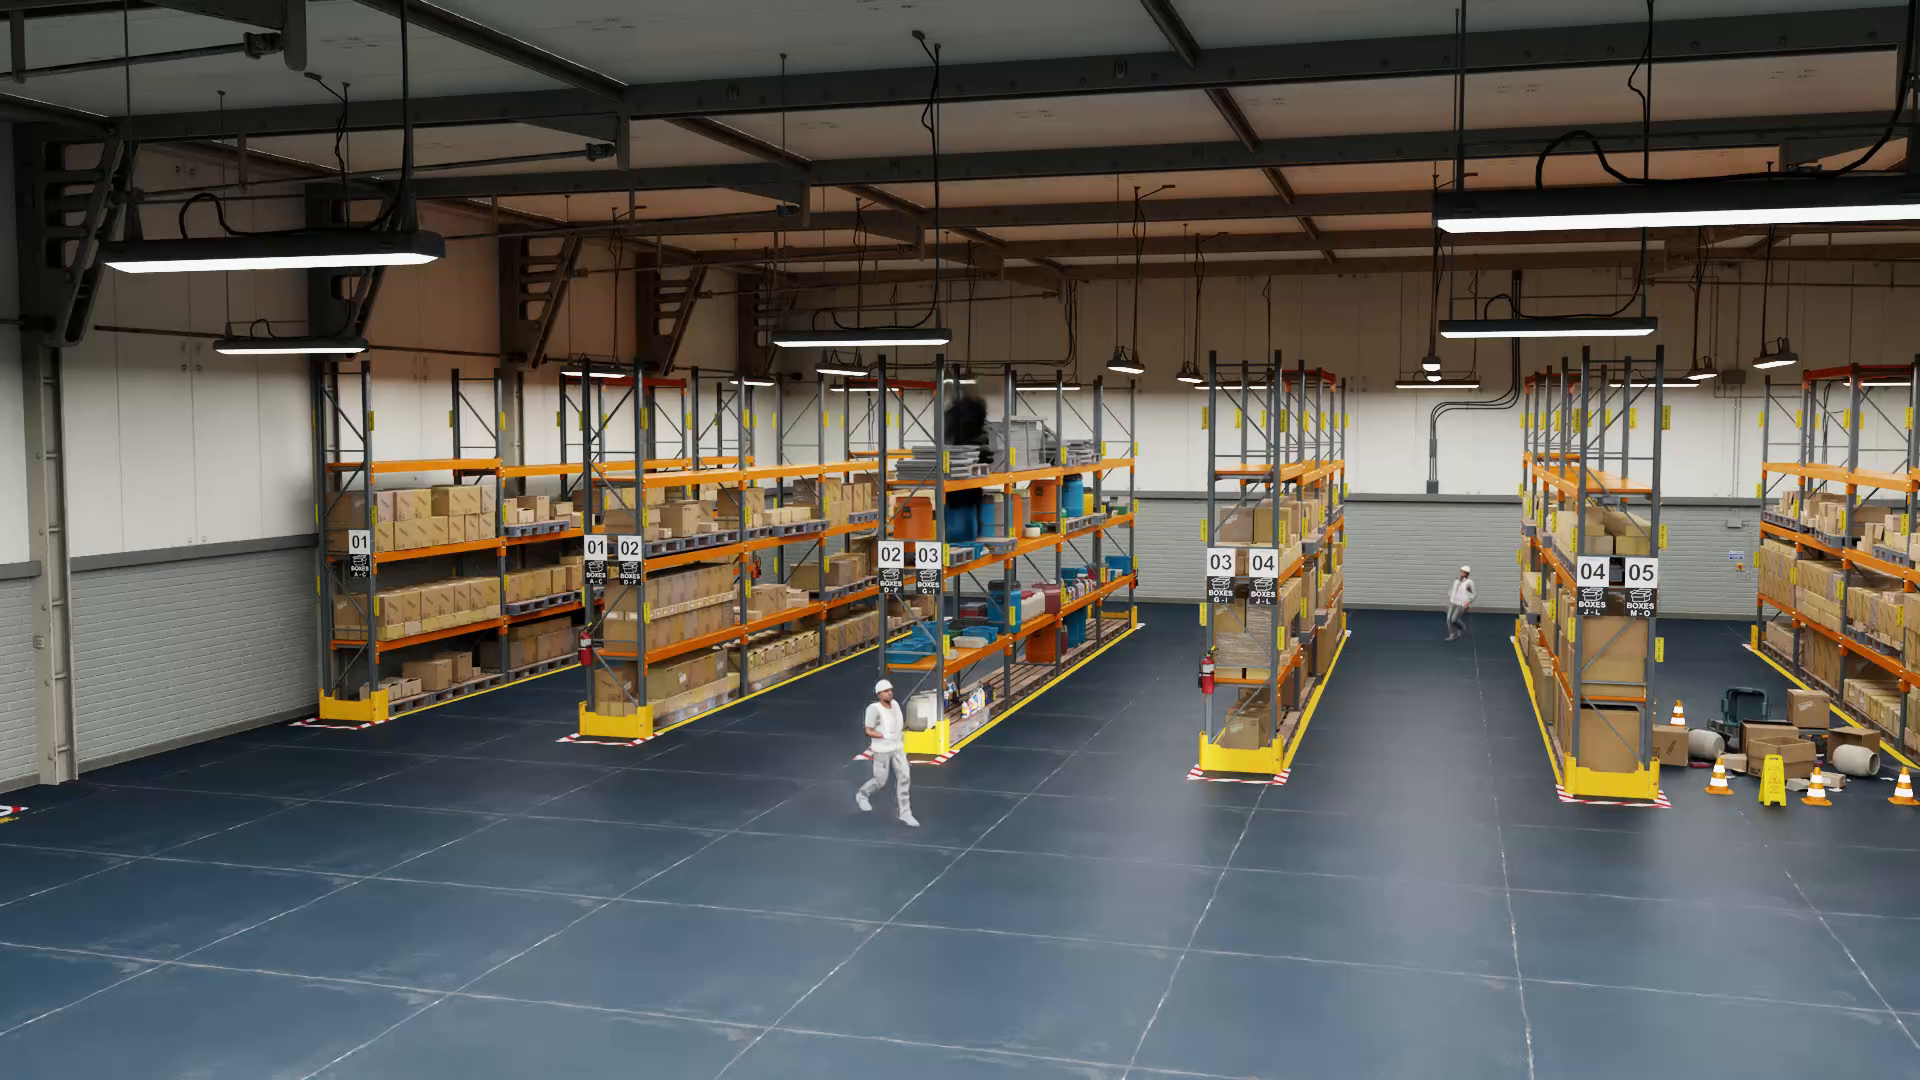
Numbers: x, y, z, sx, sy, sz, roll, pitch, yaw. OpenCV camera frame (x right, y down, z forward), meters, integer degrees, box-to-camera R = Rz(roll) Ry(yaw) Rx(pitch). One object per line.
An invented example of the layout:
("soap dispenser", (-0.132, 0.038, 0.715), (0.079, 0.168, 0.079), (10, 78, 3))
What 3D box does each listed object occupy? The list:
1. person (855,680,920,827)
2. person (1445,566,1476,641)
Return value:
("person", (-0.902, 2.632, 20.771), (0.990, 1.785, 0.694), (4, 6, 44))
("person", (11.371, 1.449, 37.888), (0.514, 1.719, 0.712), (-3, 5, -34))
